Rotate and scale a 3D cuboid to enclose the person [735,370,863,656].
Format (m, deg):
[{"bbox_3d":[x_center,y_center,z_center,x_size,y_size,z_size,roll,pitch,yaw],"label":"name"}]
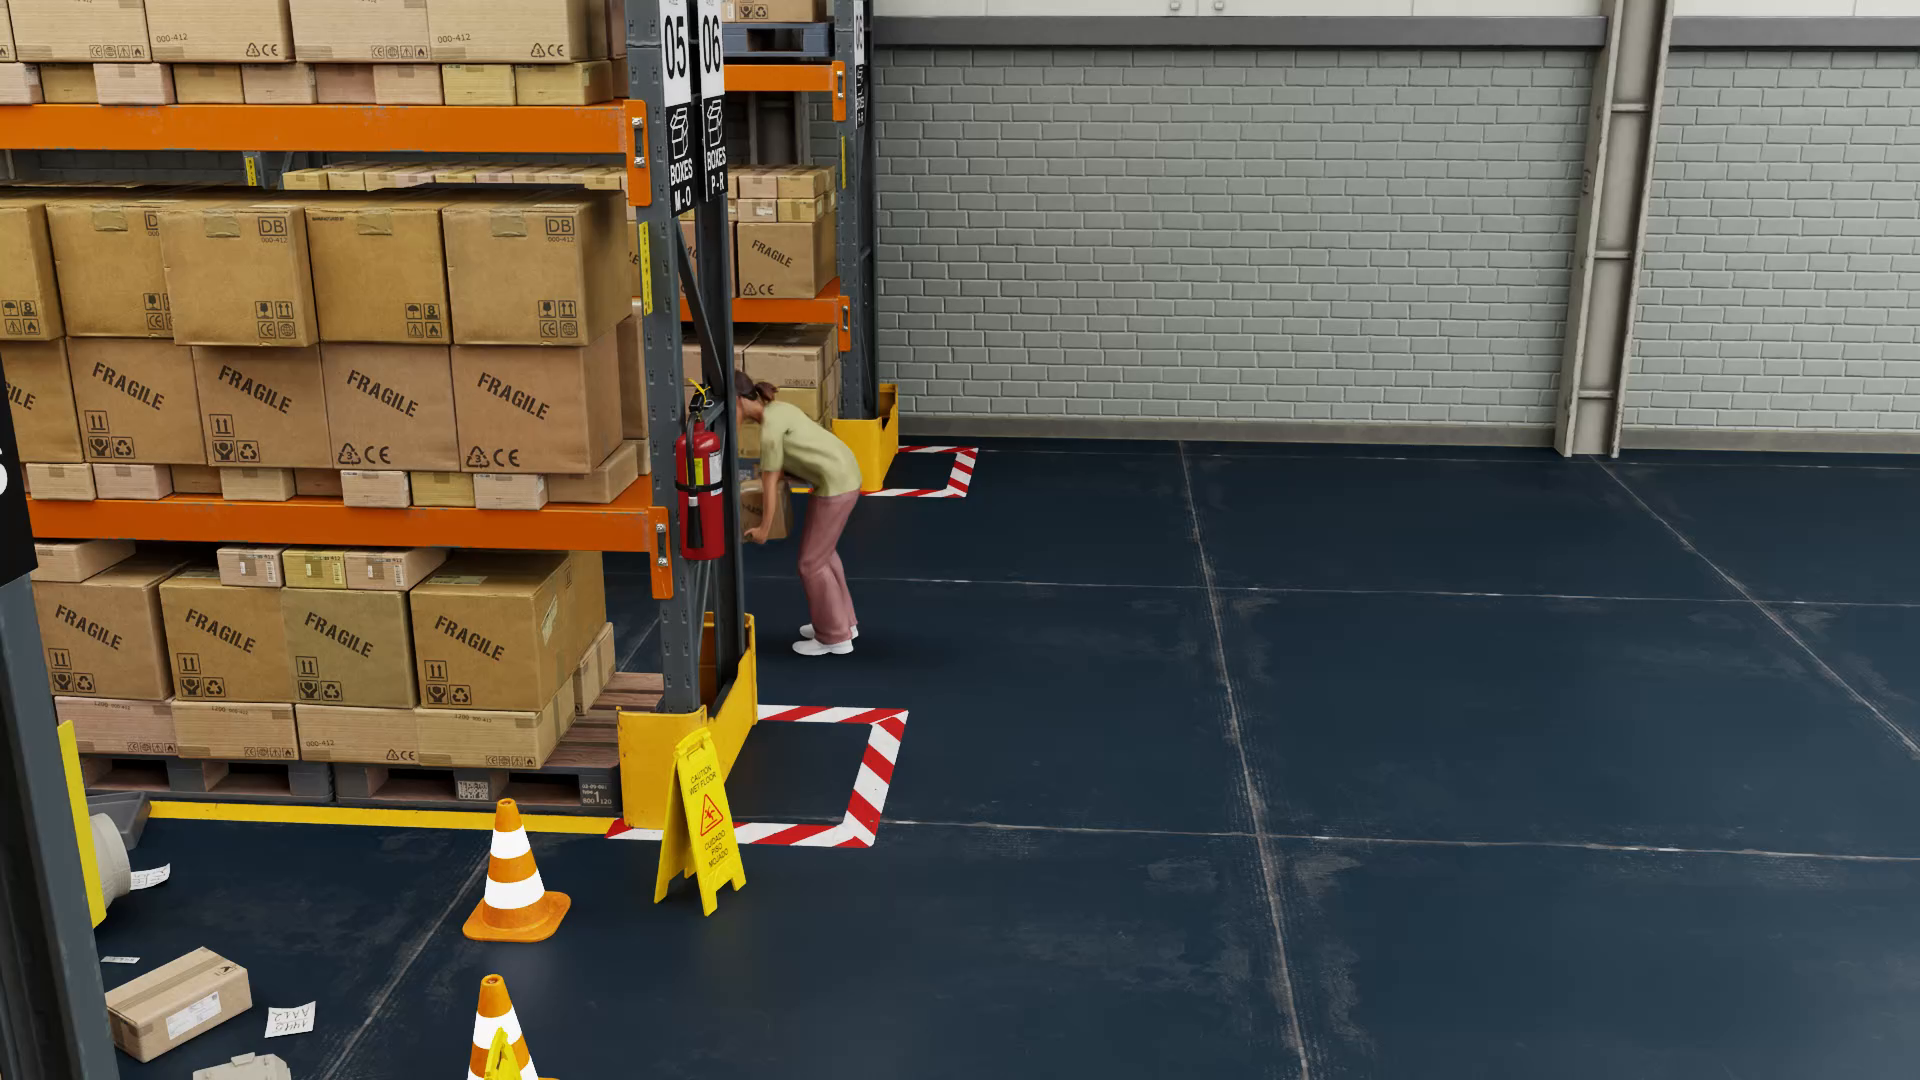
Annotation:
[{"bbox_3d":[-0.858,-0.146,8.402,0.731,1.445,0.408,1,18,3],"label":"person"}]
